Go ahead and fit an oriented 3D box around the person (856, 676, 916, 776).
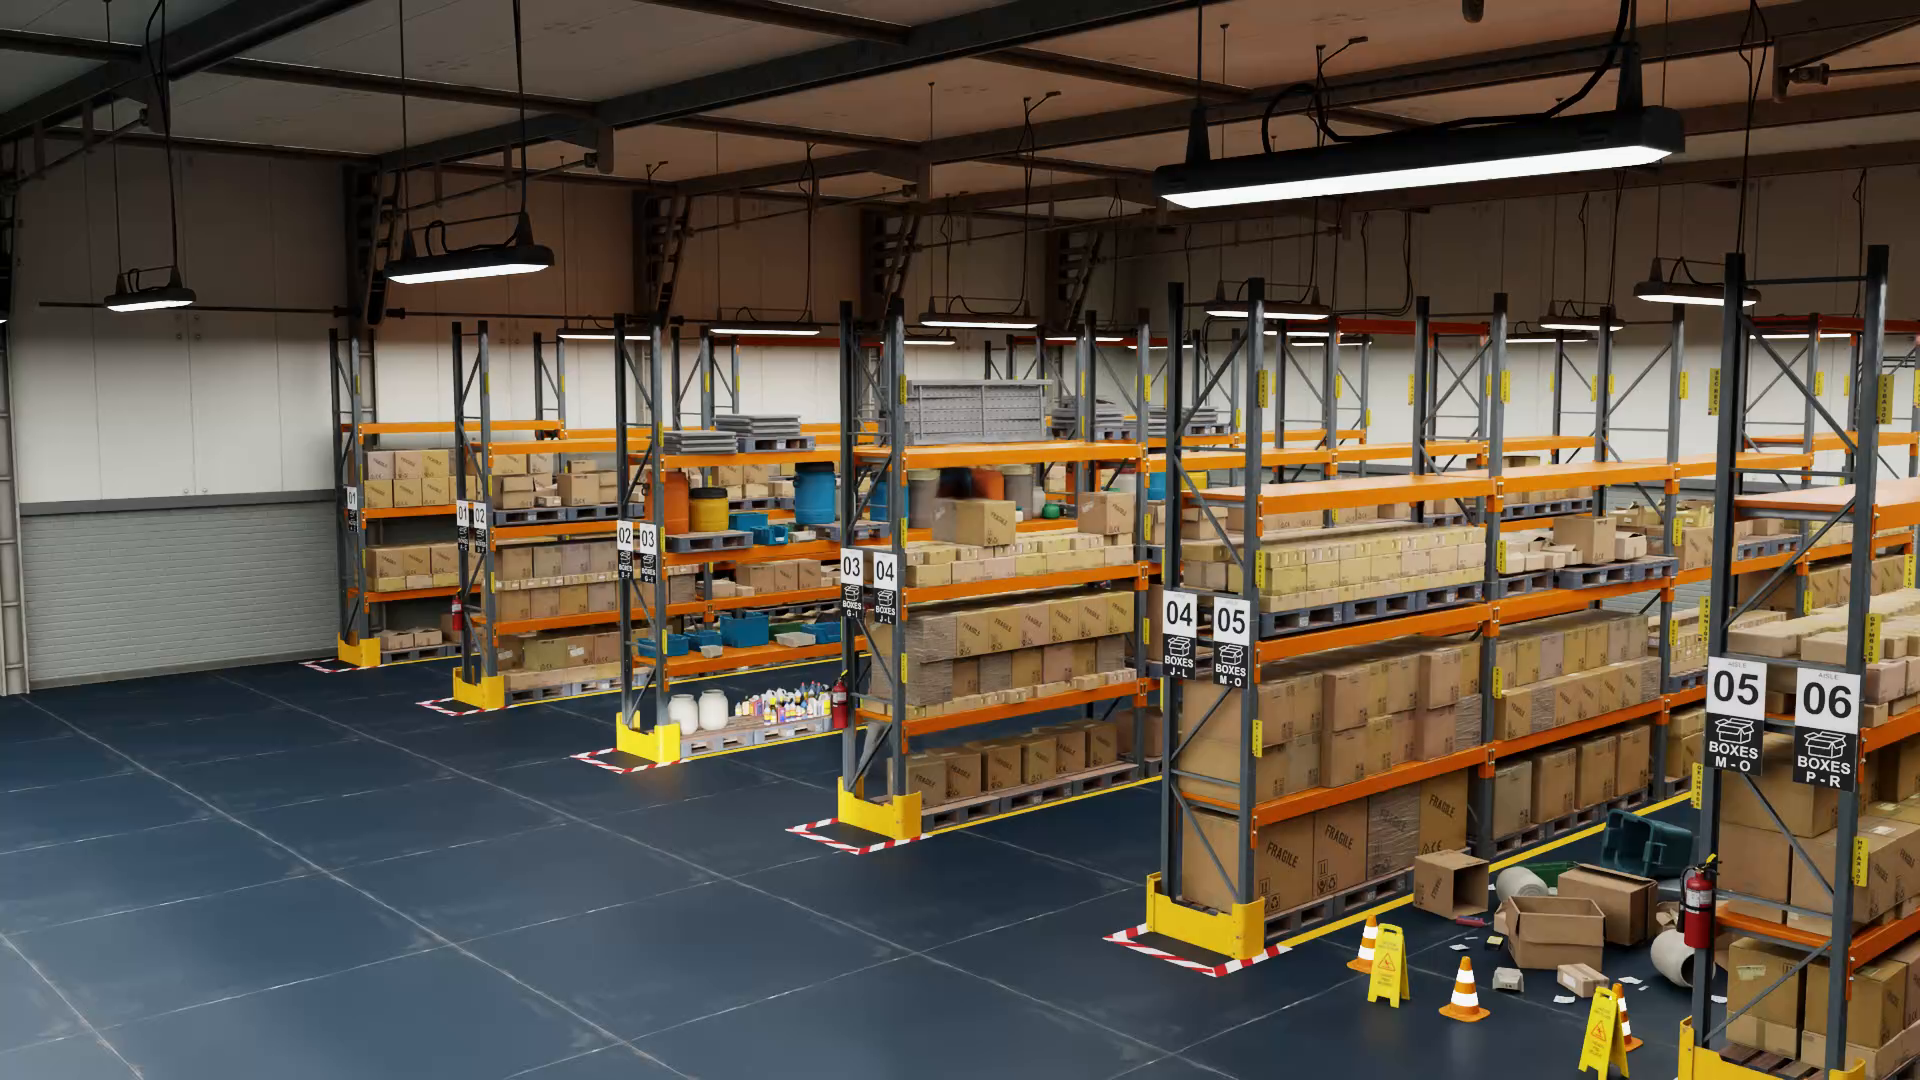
[{"bbox_3d":[-1.037,2.203,21.348,1.028,1.636,0.623,-5,7,-41],"label":"person"}]
